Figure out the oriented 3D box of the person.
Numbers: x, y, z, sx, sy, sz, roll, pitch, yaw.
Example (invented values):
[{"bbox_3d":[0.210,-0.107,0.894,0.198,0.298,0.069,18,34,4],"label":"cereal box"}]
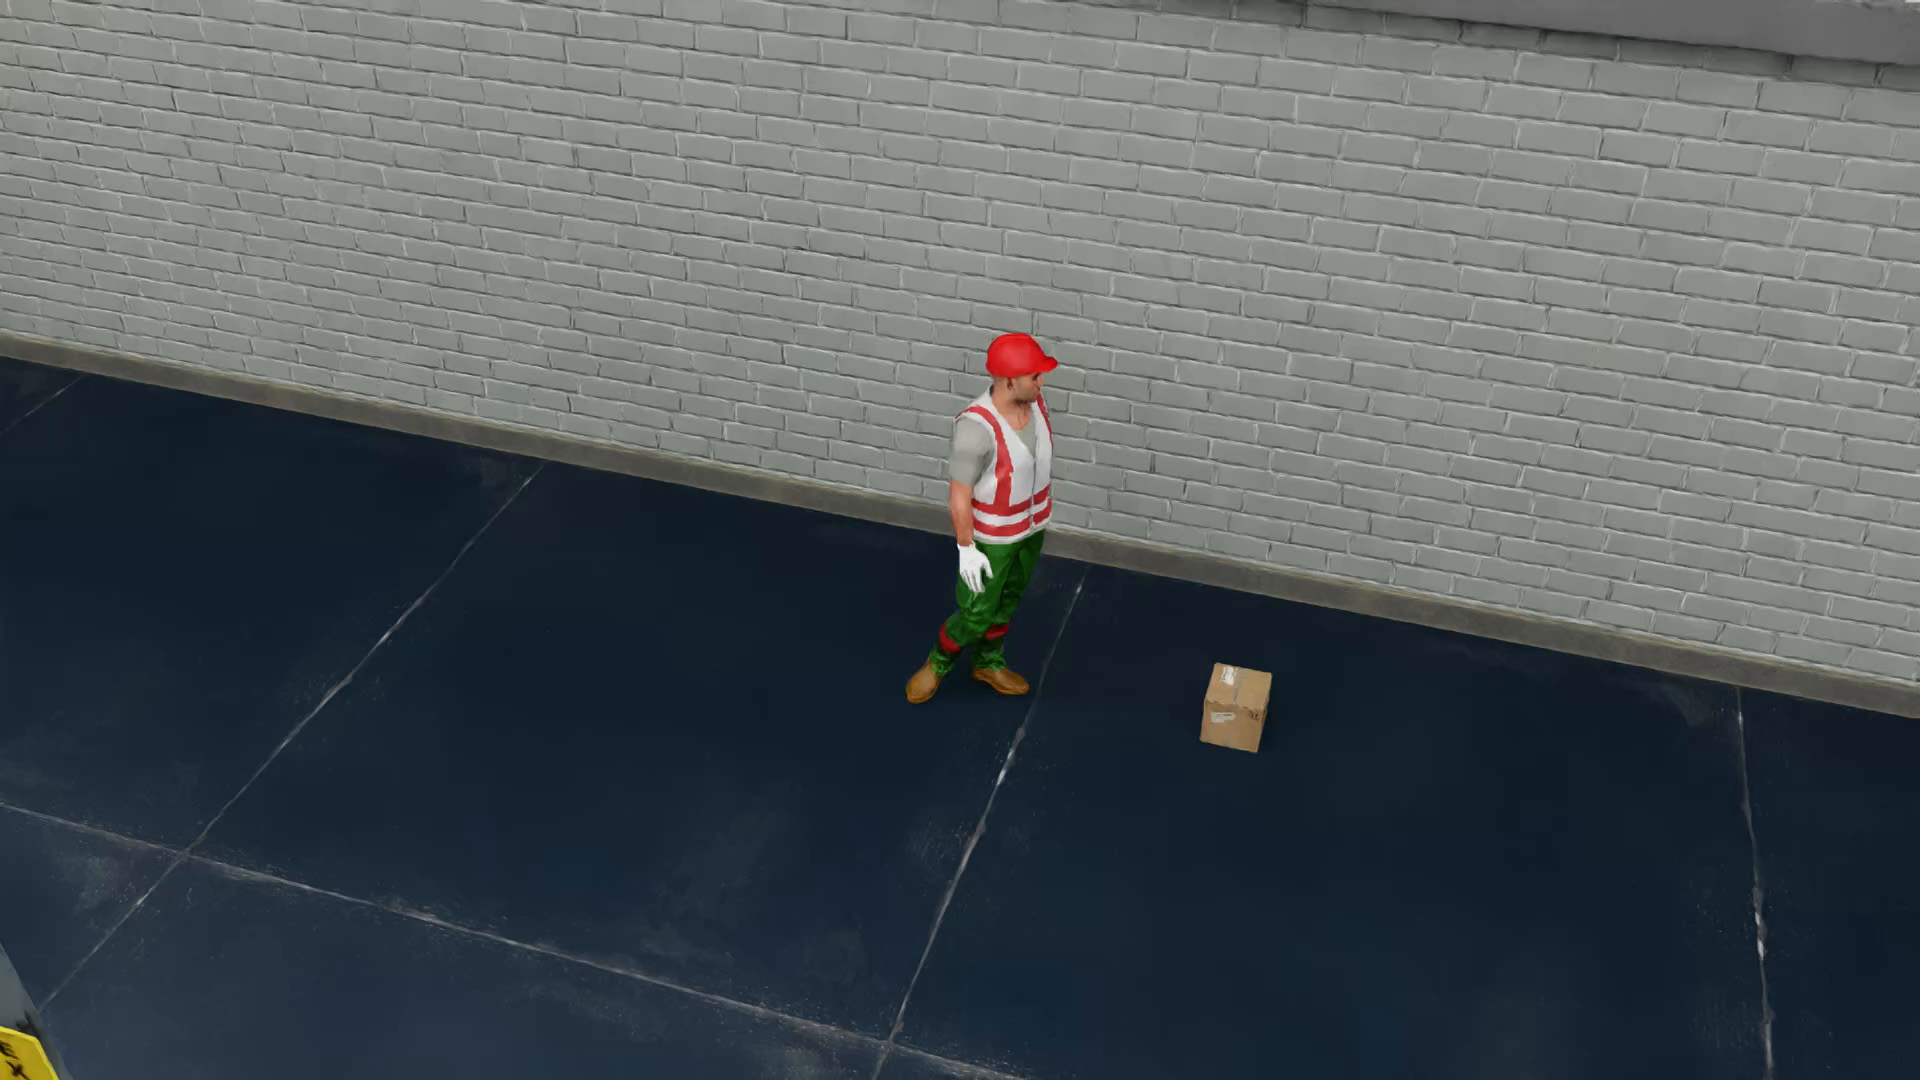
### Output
[{"bbox_3d":[0.106,-0.058,6.921,0.700,1.782,0.449,-30,46,-34],"label":"person"}]
